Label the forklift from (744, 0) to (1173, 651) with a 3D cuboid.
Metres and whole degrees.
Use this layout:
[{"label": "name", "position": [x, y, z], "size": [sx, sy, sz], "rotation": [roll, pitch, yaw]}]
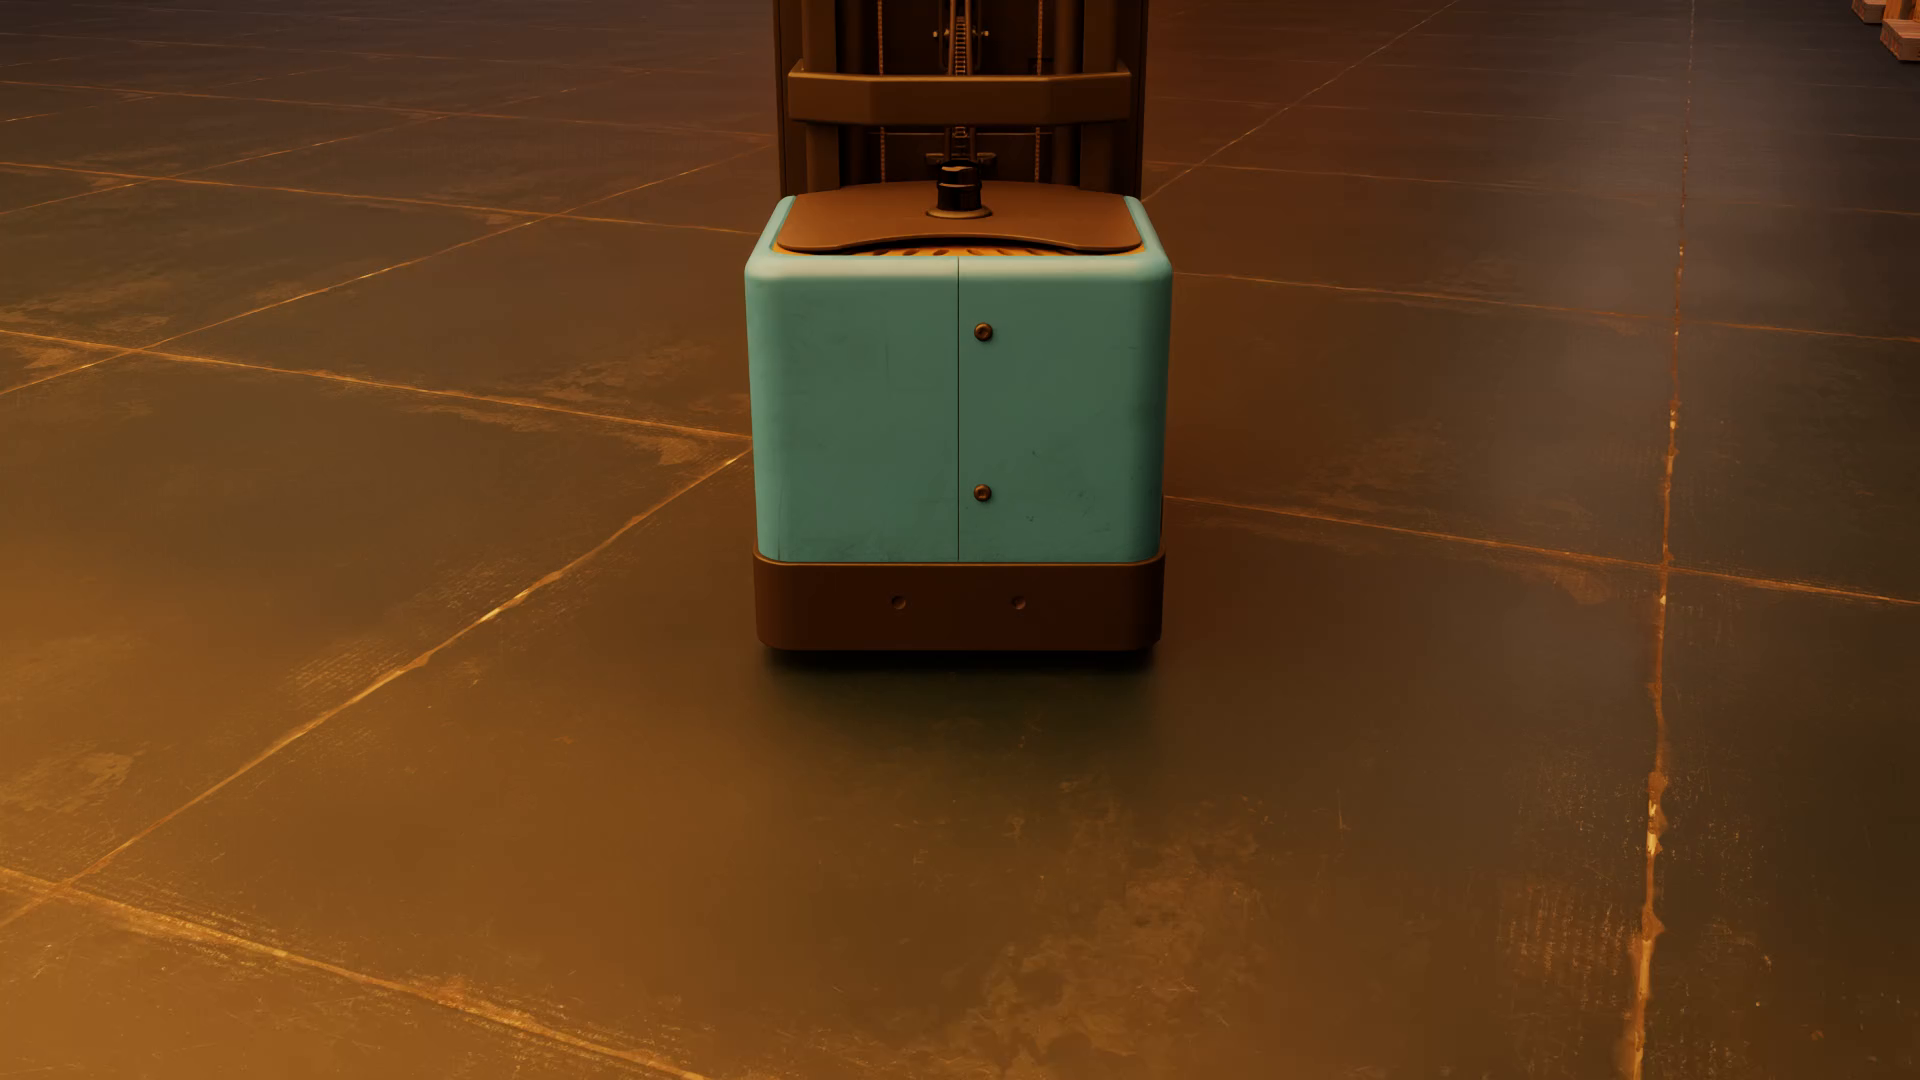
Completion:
[{"label": "forklift", "position": [0.002, -1.587, 5.089], "size": [1.130, 2.935, 3.031], "rotation": [0, 23, 0]}]
